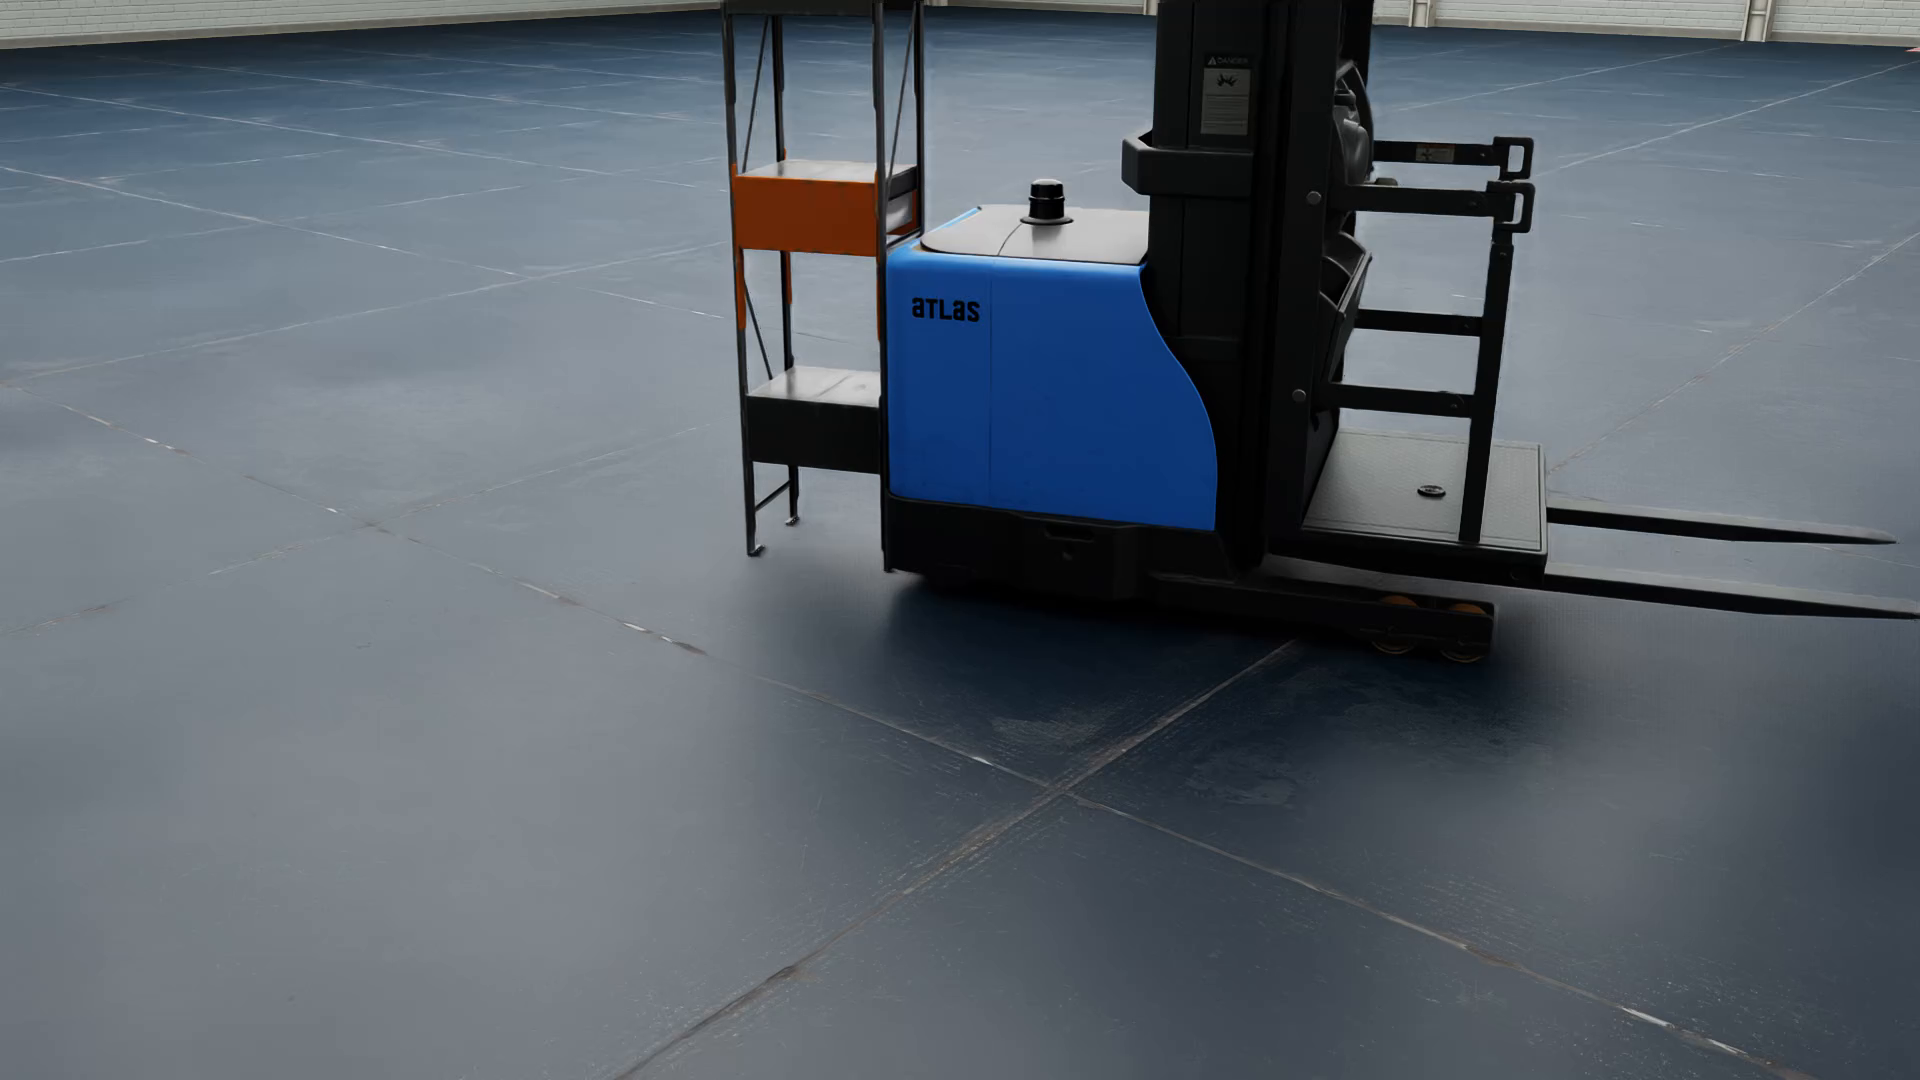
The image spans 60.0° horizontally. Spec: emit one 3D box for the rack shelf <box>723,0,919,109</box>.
[{"bbox_3d":[-0.414,-1.611,5.076,0.480,0.518,0.431,6,22,17],"label":"rack shelf"}]

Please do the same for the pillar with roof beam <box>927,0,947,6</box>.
[{"bbox_3d":[-3.244,-15.476,34.009,0.400,9.000,9.100,16,26,36],"label":"pillar with roof beam"}]

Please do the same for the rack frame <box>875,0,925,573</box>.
[{"bbox_3d":[-0.182,-0.943,5.249,0.015,2.100,0.400,6,22,17],"label":"rack frame"}]

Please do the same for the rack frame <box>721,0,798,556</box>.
[{"bbox_3d":[-0.646,-0.995,5.388,0.015,2.100,0.400,6,22,17],"label":"rack frame"}]

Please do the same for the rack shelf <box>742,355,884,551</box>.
[{"bbox_3d":[-0.414,-0.302,5.570,0.480,0.518,0.431,6,22,17],"label":"rack shelf"}]

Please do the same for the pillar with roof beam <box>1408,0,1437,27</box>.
[{"bbox_3d":[6.053,-12.799,26.910,0.400,9.000,9.100,16,26,36],"label":"pillar with roof beam"}]

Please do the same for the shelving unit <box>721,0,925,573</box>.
[{"bbox_3d":[-0.414,-0.969,5.318,0.503,2.100,0.431,6,22,17],"label":"shelving unit"}]

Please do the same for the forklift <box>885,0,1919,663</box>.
[{"bbox_3d":[1.337,-1.229,4.828,3.031,2.935,1.130,6,22,17],"label":"forklift"}]

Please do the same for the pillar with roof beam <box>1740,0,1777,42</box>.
[{"bbox_3d":[10.701,-11.460,23.360,0.400,9.000,9.100,16,26,36],"label":"pillar with roof beam"}]

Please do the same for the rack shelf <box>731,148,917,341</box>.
[{"bbox_3d":[-0.414,-0.956,5.323,0.480,0.518,0.431,6,22,17],"label":"rack shelf"}]

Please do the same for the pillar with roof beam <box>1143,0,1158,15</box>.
[{"bbox_3d":[1.404,-14.137,30.460,0.400,9.000,9.100,16,26,36],"label":"pillar with roof beam"}]
